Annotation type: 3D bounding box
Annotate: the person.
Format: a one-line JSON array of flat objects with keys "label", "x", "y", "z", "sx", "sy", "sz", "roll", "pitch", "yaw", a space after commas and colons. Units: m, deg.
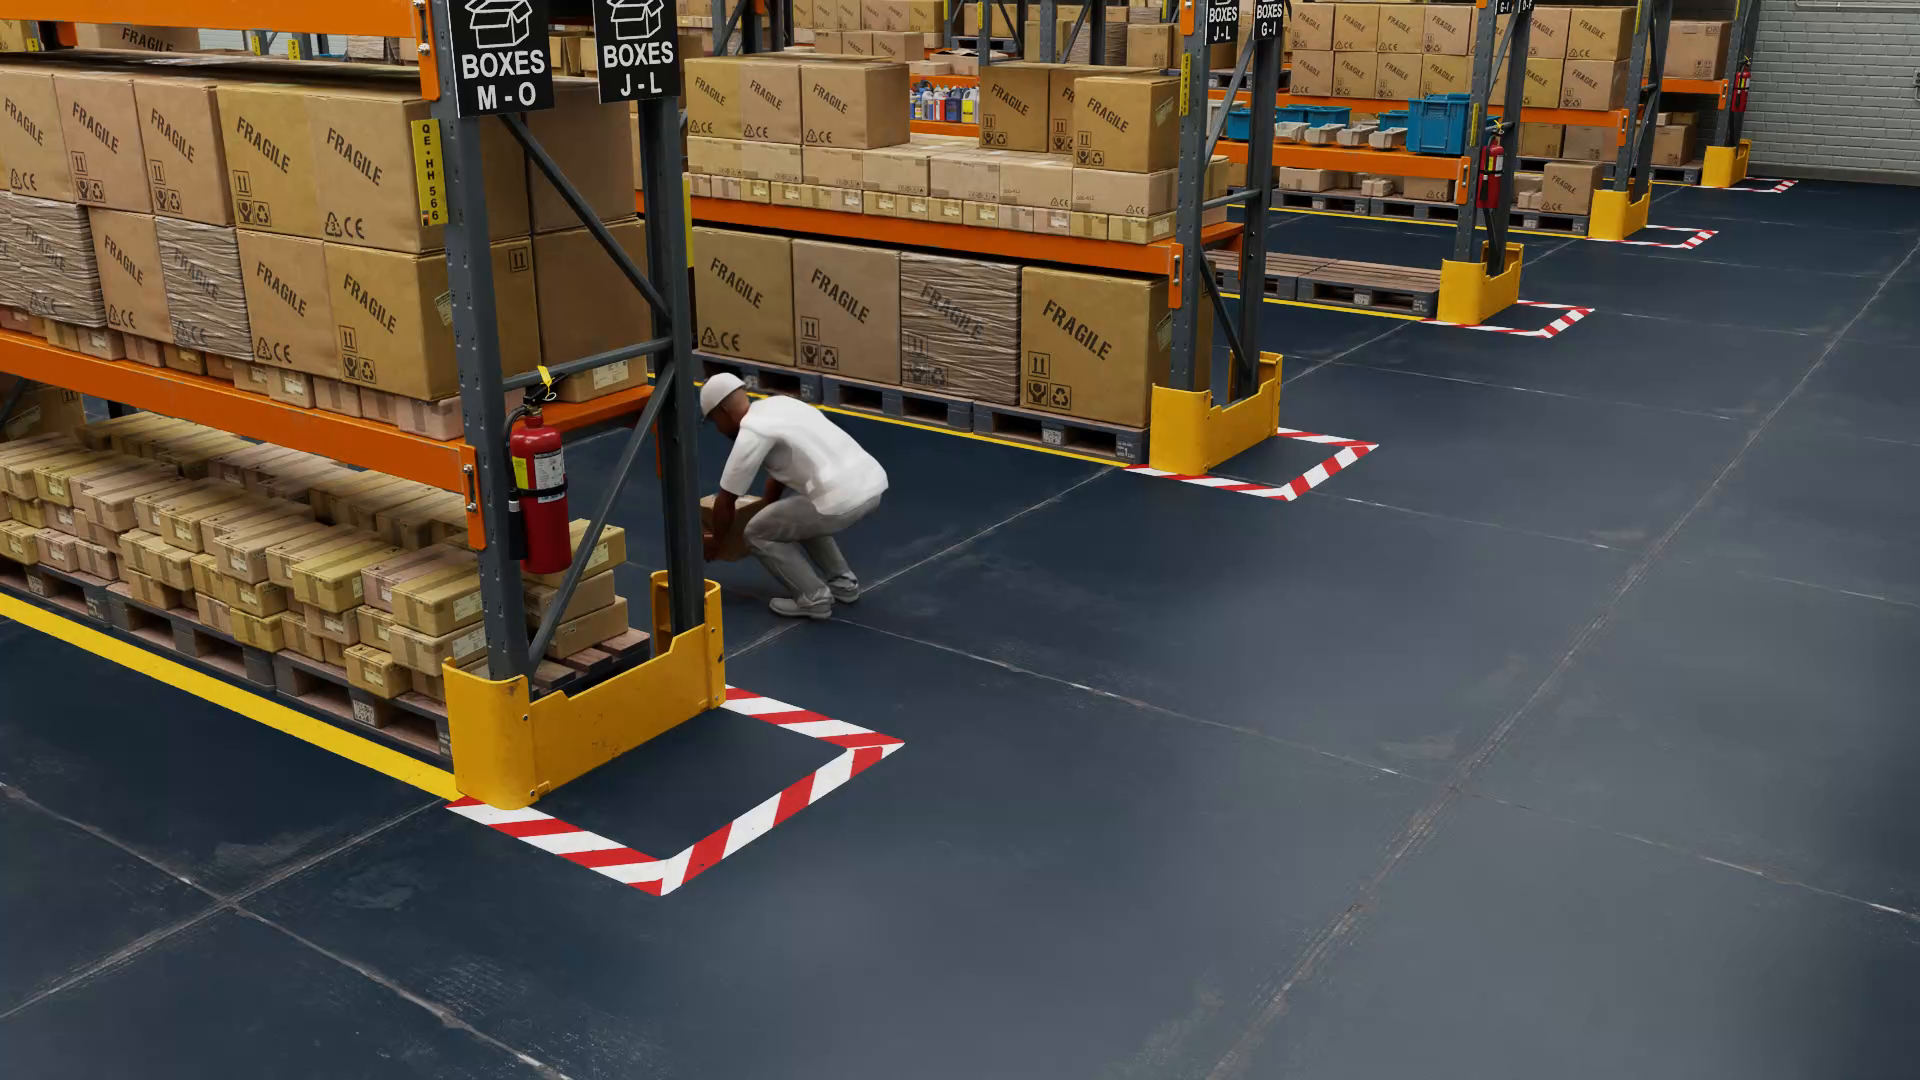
[{"label": "person", "x": -0.782, "y": -0.205, "z": 7.617, "sx": 0.862, "sy": 1.091, "sz": 0.599, "roll": 9, "pitch": 22, "yaw": 24}]
